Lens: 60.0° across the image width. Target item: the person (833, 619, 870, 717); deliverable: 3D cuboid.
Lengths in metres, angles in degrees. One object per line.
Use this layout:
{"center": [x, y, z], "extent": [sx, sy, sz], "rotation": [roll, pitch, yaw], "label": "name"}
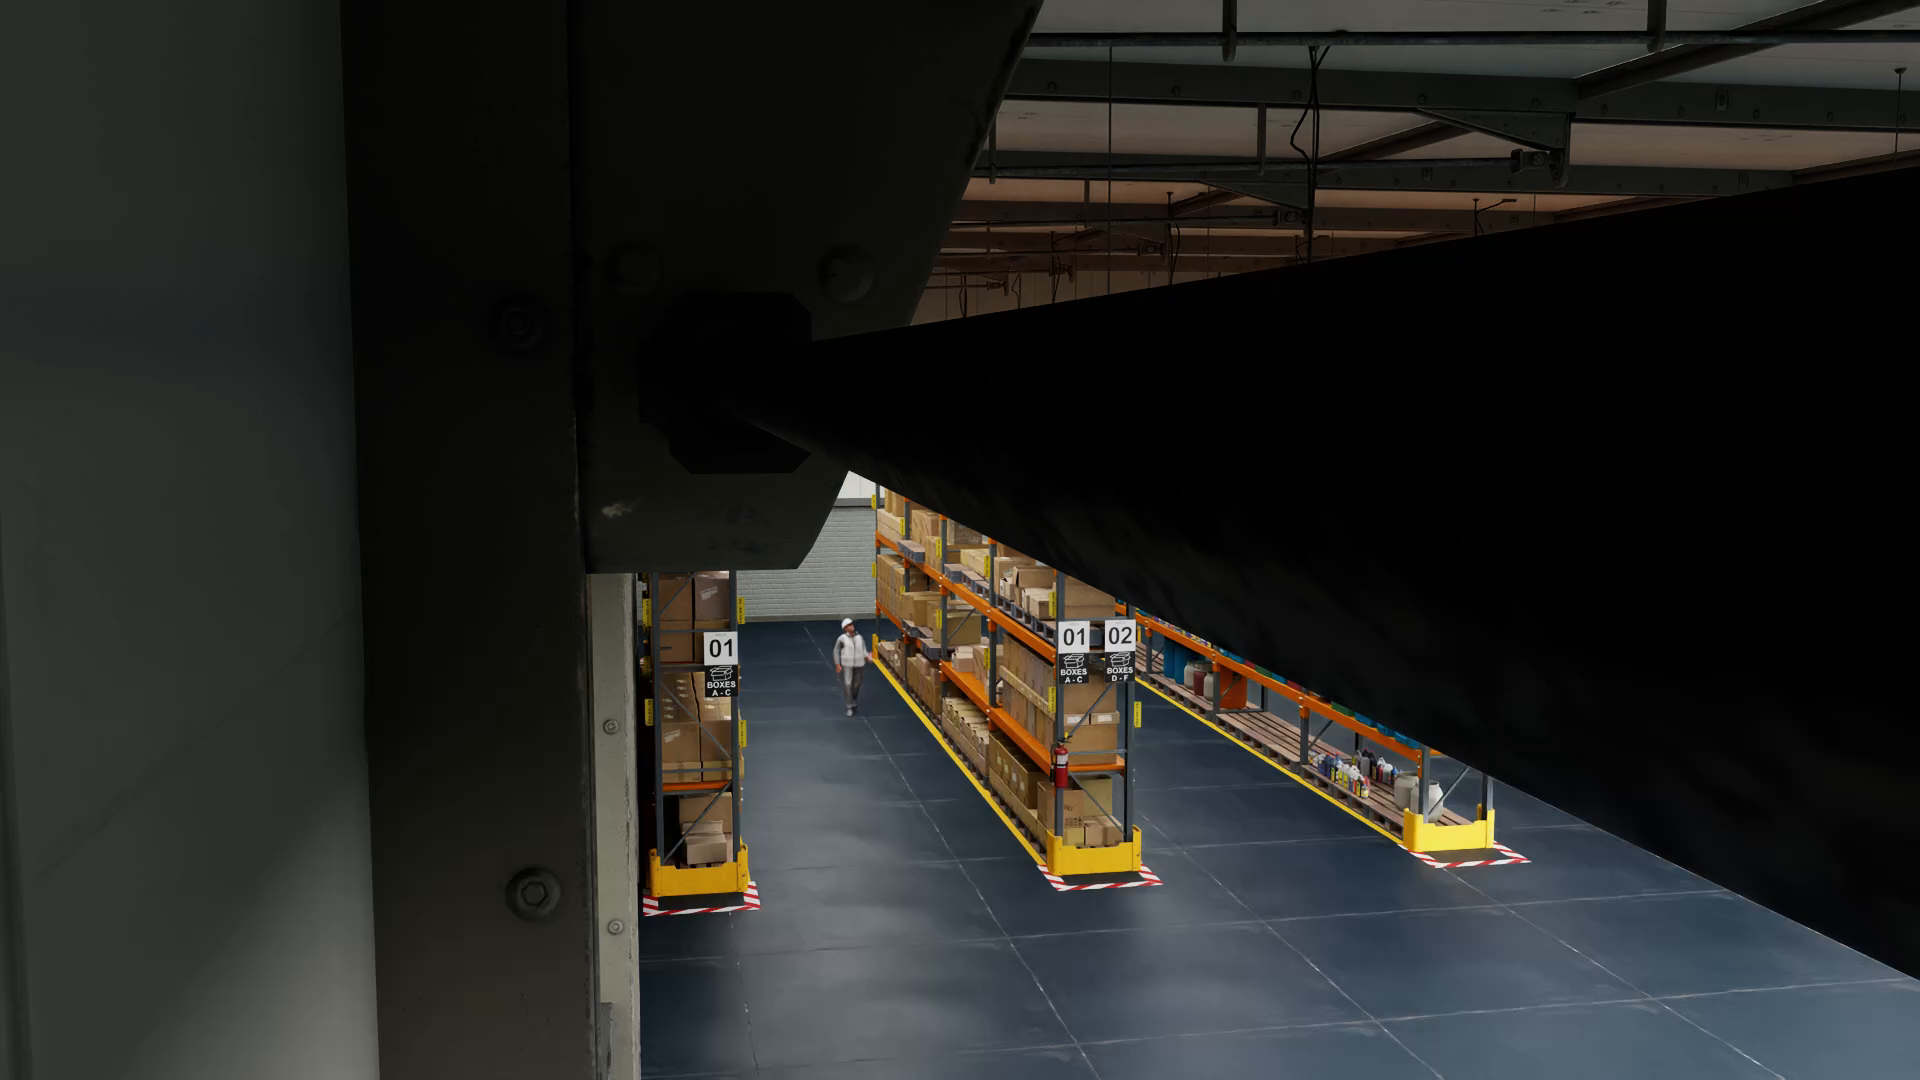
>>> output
{"center": [-2.011, 2.343, 30.765], "extent": [0.647, 1.751, 0.940], "rotation": [-1, 6, -10], "label": "person"}
